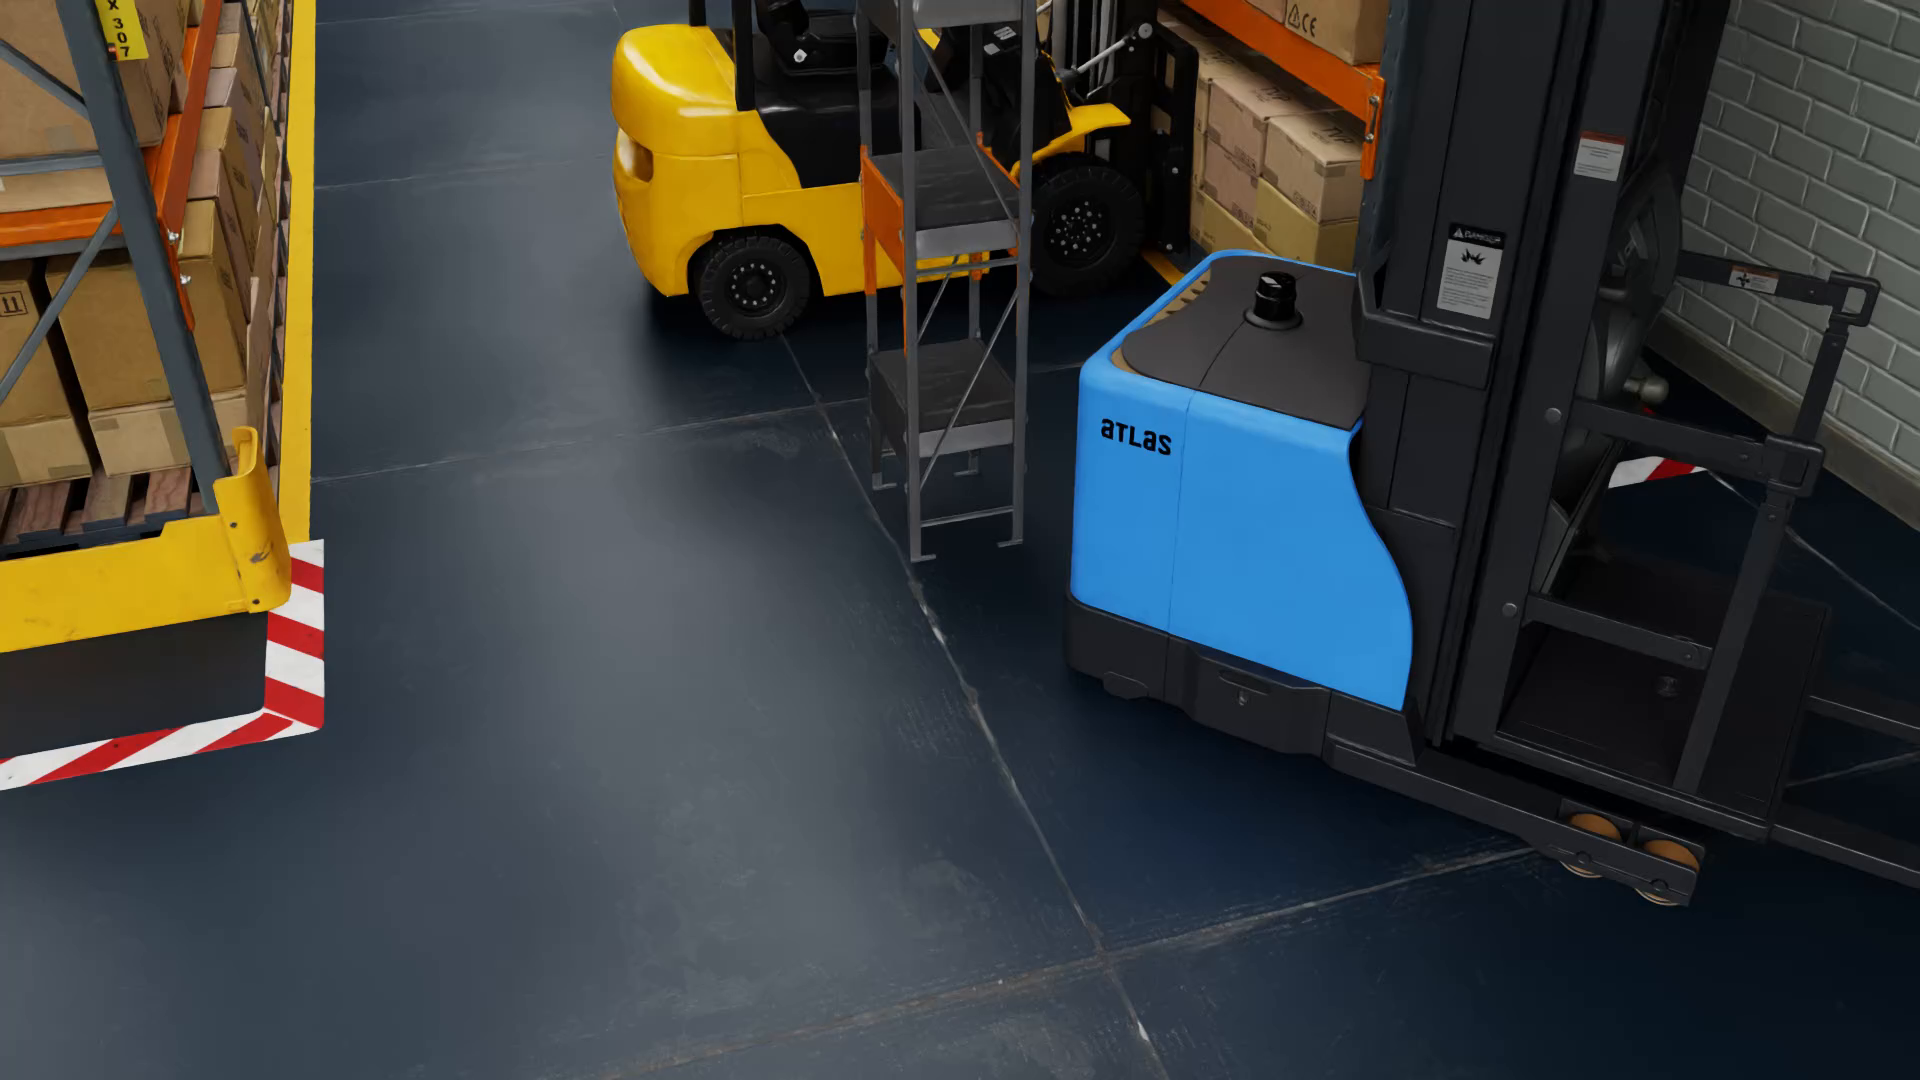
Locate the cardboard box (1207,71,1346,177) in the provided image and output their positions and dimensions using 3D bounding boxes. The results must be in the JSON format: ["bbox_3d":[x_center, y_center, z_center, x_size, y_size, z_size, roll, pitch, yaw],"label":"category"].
[{"bbox_3d":[1.356,-1.725,6.846,0.500,0.250,0.500,-9,35,-14],"label":"cardboard box"}]

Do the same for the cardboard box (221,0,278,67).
[{"bbox_3d":[-4.376,-2.818,9.296,0.950,0.372,0.625,-8,34,-12],"label":"cardboard box"}]

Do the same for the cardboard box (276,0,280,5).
[{"bbox_3d":[-4.815,-3.582,10.452,0.950,0.372,0.625,-11,35,-16],"label":"cardboard box"}]

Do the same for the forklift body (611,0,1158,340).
[{"bbox_3d":[-0.361,-2.158,7.065,2.313,2.155,1.214,-10,35,-15],"label":"forklift body"}]

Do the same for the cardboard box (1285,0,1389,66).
[{"bbox_3d":[1.555,-2.079,6.085,0.500,0.500,0.500,-11,35,-16],"label":"cardboard box"}]

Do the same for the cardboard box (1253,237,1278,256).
[{"bbox_3d":[1.511,-1.045,6.724,0.500,0.250,0.500,-10,35,-14],"label":"cardboard box"}]

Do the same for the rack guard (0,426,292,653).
[{"bbox_3d":[-2.794,0.016,5.272,1.175,0.500,0.348,-10,35,-15],"label":"rack guard"}]

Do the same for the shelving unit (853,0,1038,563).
[{"bbox_3d":[-0.050,-0.963,5.303,0.431,2.100,0.503,-10,35,-15],"label":"shelving unit"}]

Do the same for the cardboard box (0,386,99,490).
[{"bbox_3d":[-3.281,-0.407,5.758,0.500,0.250,0.500,-10,35,-15],"label":"cardboard box"}]

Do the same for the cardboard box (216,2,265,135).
[{"bbox_3d":[-3.555,-2.162,7.734,0.500,0.500,0.500,-10,35,-15],"label":"cardboard box"}]

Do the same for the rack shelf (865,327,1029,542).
[{"bbox_3d":[-0.050,-0.368,5.696,0.431,0.518,0.480,-10,35,-15],"label":"rack shelf"}]

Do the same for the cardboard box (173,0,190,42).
[{"bbox_3d":[-2.969,-1.987,5.675,0.500,0.500,0.500,-11,35,-16],"label":"cardboard box"}]

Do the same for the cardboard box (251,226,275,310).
[{"bbox_3d":[-3.080,-1.038,6.714,0.500,0.250,0.500,-8,34,-12],"label":"cardboard box"}]

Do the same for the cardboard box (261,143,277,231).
[{"bbox_3d":[-3.383,-1.572,7.521,0.500,0.250,0.500,-11,35,-16],"label":"cardboard box"}]

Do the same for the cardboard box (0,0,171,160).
[{"bbox_3d":[-2.651,-1.448,4.860,0.500,0.500,0.500,-11,35,-15],"label":"cardboard box"}]

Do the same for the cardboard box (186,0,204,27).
[{"bbox_3d":[-3.127,-2.063,6.380,0.380,0.149,0.250,-10,35,-14],"label":"cardboard box"}]

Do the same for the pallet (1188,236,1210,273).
[{"bbox_3d":[1.682,-1.055,7.154,1.003,0.211,1.213,-10,35,-15],"label":"pallet"}]

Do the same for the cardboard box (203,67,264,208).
[{"bbox_3d":[-3.241,-1.628,6.926,0.500,0.500,0.500,-8,34,-12],"label":"cardboard box"}]

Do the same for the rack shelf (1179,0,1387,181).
[{"bbox_3d":[1.345,-2.573,7.576,1.077,0.370,4.000,-10,35,-15],"label":"rack shelf"}]

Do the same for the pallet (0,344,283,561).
[{"bbox_3d":[-3.008,-0.296,6.006,1.003,0.211,1.213,-10,35,-15],"label":"pallet"}]

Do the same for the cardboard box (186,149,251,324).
[{"bbox_3d":[-2.925,-1.084,6.102,0.500,0.500,0.500,-11,35,-17],"label":"cardboard box"}]

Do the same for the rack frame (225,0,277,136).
[{"bbox_3d":[-3.991,-3.087,7.701,1.000,3.000,0.127,-10,35,-15],"label":"rack frame"}]

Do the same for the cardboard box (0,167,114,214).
[{"bbox_3d":[-2.677,-1.095,4.914,0.380,0.149,0.250,-10,35,-15],"label":"cardboard box"}]

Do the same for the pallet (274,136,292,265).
[{"bbox_3d":[-3.752,-1.577,7.945,1.003,0.211,1.213,-10,35,-15],"label":"pallet"}]

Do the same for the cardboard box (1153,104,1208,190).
[{"bbox_3d":[1.189,-1.796,7.406,0.500,0.250,0.500,-11,35,-16],"label":"cardboard box"}]

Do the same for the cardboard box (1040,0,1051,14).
[{"bbox_3d":[0.730,-2.792,8.460,0.500,0.250,0.500,-10,35,-15],"label":"cardboard box"}]

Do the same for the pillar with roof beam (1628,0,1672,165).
[{"bbox_3d":[-1.499,-4.120,3.822,9.100,9.000,0.400,-10,35,-15],"label":"pillar with roof beam"}]

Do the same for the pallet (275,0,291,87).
[{"bbox_3d":[-4.606,-2.974,10.059,1.003,0.211,1.213,-10,35,-15],"label":"pallet"}]

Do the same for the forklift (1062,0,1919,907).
[{"bbox_3d":[1.842,-0.612,4.018,3.031,2.935,1.130,18,38,25],"label":"forklift"}]

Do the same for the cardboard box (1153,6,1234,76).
[{"bbox_3d":[1.046,-2.256,7.649,0.500,0.250,0.500,-11,35,-16],"label":"cardboard box"}]

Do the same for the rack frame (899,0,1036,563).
[{"bbox_3d":[0.024,-0.835,5.109,0.400,2.100,0.015,-10,35,-15],"label":"rack frame"}]

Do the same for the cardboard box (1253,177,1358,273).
[{"bbox_3d":[1.509,-1.263,6.600,0.500,0.250,0.500,-10,35,-15],"label":"cardboard box"}]

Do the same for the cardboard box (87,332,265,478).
[{"bbox_3d":[-2.753,-0.485,5.876,0.500,0.250,0.500,-10,35,-15],"label":"cardboard box"}]

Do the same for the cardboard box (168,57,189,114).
[{"bbox_3d":[-2.805,-1.519,5.556,0.380,0.149,0.250,-9,35,-14],"label":"cardboard box"}]

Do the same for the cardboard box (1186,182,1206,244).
[{"bbox_3d":[1.224,-1.572,7.521,0.500,0.250,0.500,-10,35,-14],"label":"cardboard box"}]

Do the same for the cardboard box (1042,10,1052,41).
[{"bbox_3d":[0.744,-2.590,8.609,0.500,0.250,0.500,-10,35,-15],"label":"cardboard box"}]
